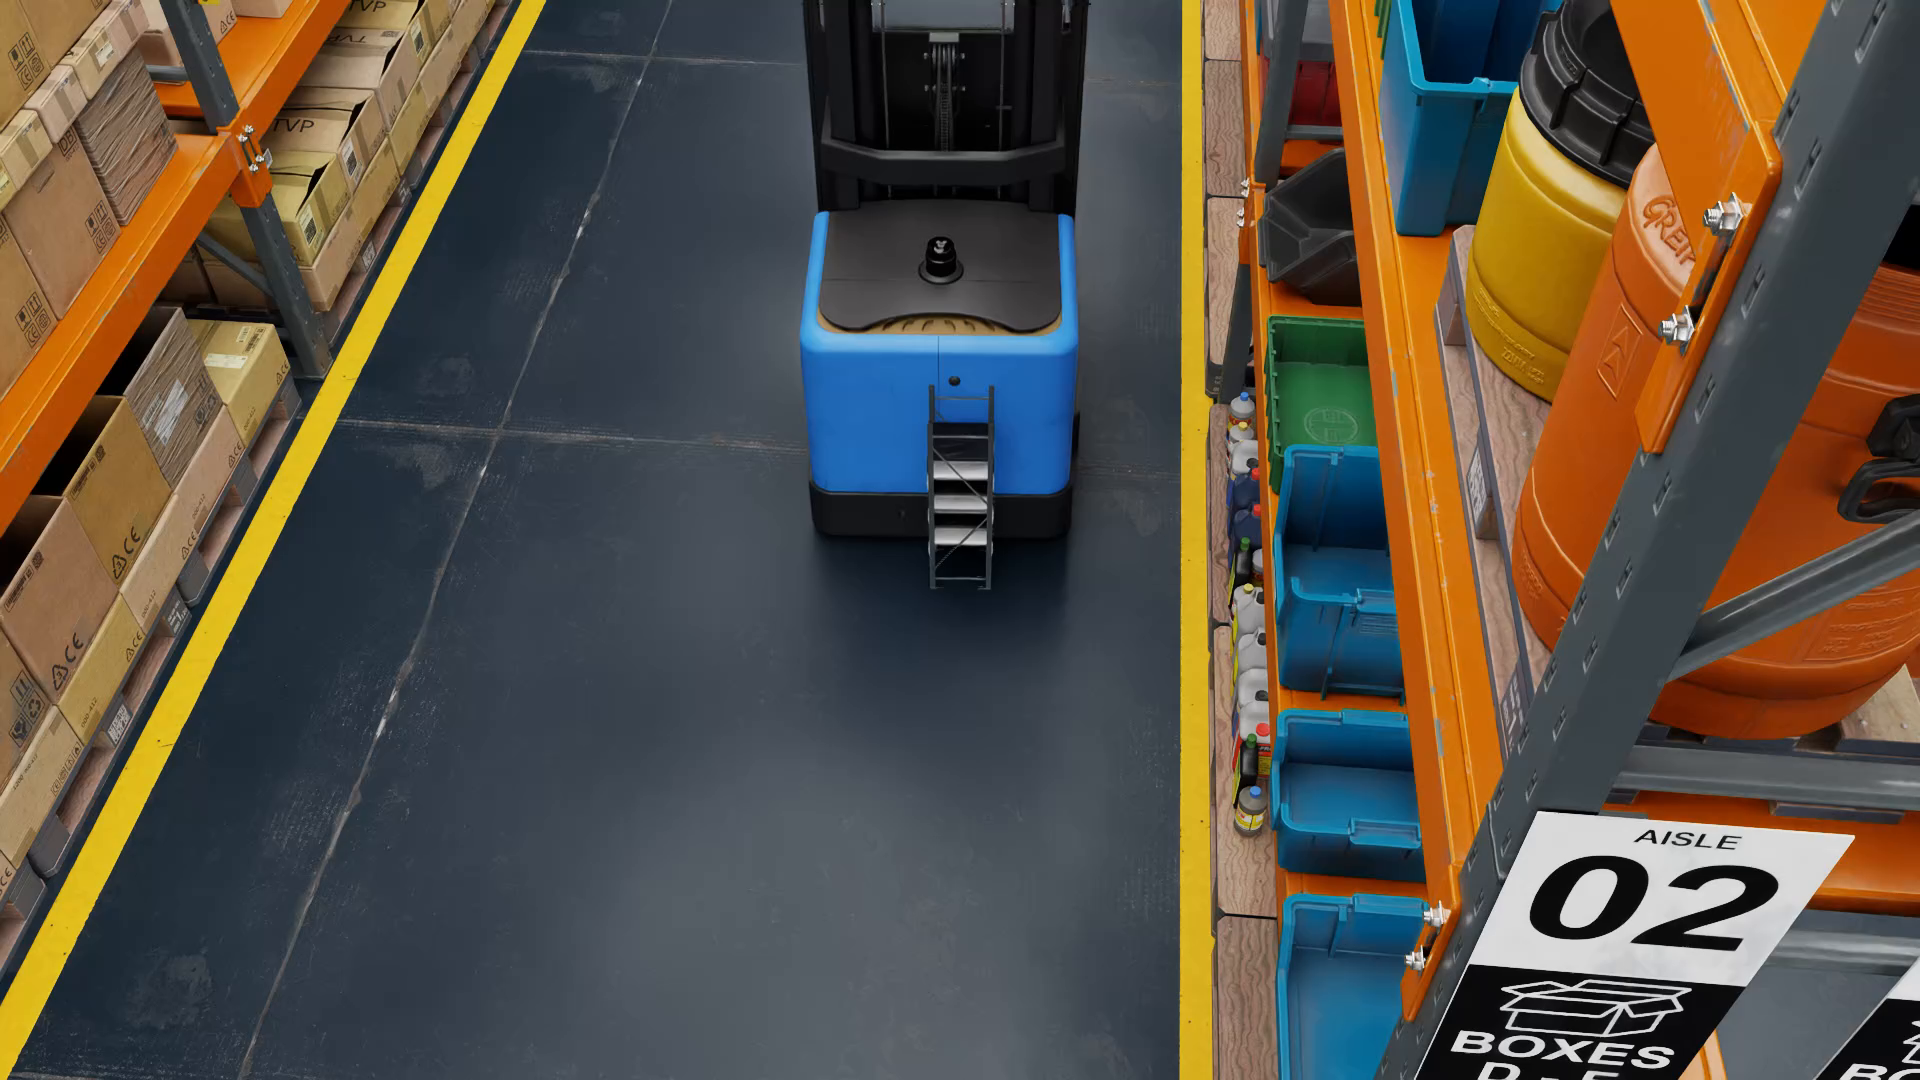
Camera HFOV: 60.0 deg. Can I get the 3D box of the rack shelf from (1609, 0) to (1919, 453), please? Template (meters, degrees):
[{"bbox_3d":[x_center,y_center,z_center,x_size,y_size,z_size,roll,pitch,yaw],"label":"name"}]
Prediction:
[{"bbox_3d":[1.421,-1.644,2.940,1.077,0.370,4.000,4,48,4],"label":"rack shelf"}]

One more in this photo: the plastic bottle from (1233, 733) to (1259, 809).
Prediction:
[{"bbox_3d":[0.962,0.775,5.577,0.061,0.283,0.133,5,48,4],"label":"plastic bottle"}]

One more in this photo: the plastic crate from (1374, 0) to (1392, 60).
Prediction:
[{"bbox_3d":[1.188,-1.267,4.012,0.336,0.188,0.450,4,48,4],"label":"plastic crate"}]

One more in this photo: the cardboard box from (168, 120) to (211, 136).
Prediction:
[{"bbox_3d":[-3.537,-1.905,7.685,0.500,0.311,0.500,5,48,5],"label":"cardboard box"}]

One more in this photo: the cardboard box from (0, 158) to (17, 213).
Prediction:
[{"bbox_3d":[-3.235,-1.094,5.236,0.380,0.149,0.250,4,48,3],"label":"cardboard box"}]

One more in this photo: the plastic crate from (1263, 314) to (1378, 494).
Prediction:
[{"bbox_3d":[1.198,-0.417,5.268,0.450,0.188,0.662,4,48,4],"label":"plastic crate"}]

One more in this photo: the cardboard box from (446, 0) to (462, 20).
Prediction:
[{"bbox_3d":[-2.857,-2.991,8.677,0.500,0.311,0.500,4,48,3],"label":"cardboard box"}]

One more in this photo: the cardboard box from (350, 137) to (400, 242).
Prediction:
[{"bbox_3d":[-2.998,-1.672,7.851,0.500,0.250,0.500,5,48,5],"label":"cardboard box"}]

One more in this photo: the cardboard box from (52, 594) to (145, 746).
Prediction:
[{"bbox_3d":[-3.285,0.442,5.918,0.500,0.250,0.500,4,48,4],"label":"cardboard box"}]

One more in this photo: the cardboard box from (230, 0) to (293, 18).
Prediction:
[{"bbox_3d":[-3.045,-2.355,7.068,0.380,0.149,0.250,4,48,4],"label":"cardboard box"}]

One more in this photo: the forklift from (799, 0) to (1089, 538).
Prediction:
[{"bbox_3d":[-0.050,-2.071,6.684,1.130,2.935,3.031,1,48,1],"label":"forklift"}]

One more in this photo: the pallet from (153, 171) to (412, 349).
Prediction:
[{"bbox_3d":[-3.301,-1.406,7.919,1.003,0.211,1.213,4,48,4],"label":"pallet"}]

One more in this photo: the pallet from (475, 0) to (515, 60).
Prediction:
[{"bbox_3d":[-3.079,-3.199,9.558,1.003,0.211,1.213,4,48,4],"label":"pallet"}]

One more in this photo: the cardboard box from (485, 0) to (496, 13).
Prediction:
[{"bbox_3d":[-2.813,-3.174,9.225,0.500,0.250,0.500,3,48,3],"label":"cardboard box"}]

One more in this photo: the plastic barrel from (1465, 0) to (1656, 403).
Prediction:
[{"bbox_3d":[1.216,-0.591,2.839,0.600,0.588,0.600,0,48,0],"label":"plastic barrel"}]

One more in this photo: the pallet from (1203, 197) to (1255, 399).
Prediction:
[{"bbox_3d":[1.636,-1.106,7.644,1.003,0.211,1.213,4,48,4],"label":"pallet"}]

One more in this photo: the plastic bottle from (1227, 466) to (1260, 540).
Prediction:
[{"bbox_3d":[1.116,-0.156,6.383,0.144,0.351,0.185,5,48,5],"label":"plastic bottle"}]

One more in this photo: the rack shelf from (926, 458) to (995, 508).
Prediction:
[{"bbox_3d":[0.004,-0.223,6.293,0.258,0.077,0.200,1,48,1],"label":"rack shelf"}]

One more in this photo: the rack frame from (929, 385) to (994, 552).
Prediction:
[{"bbox_3d":[0.006,-0.260,6.404,0.240,0.900,0.006,1,48,1],"label":"rack frame"}]

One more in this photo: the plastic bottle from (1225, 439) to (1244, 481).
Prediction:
[{"bbox_3d":[1.119,-0.317,6.631,0.097,0.201,0.097,0,48,0],"label":"plastic bottle"}]

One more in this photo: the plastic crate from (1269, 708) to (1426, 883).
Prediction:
[{"bbox_3d":[1.051,0.658,4.242,0.499,0.251,0.408,4,48,4],"label":"plastic crate"}]

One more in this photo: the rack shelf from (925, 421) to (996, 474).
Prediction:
[{"bbox_3d":[0.004,-0.344,6.160,0.258,0.077,0.200,1,48,1],"label":"rack shelf"}]

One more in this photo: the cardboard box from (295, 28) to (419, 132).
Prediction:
[{"bbox_3d":[-2.947,-2.241,7.991,0.500,0.311,0.500,2,48,2],"label":"cardboard box"}]

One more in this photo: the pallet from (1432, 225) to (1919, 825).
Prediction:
[{"bbox_3d":[1.411,-0.078,2.909,1.003,0.211,1.213,4,48,4],"label":"pallet"}]

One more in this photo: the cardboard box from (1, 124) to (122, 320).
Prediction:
[{"bbox_3d":[-3.405,-1.122,5.702,0.700,0.500,0.500,3,48,3],"label":"cardboard box"}]

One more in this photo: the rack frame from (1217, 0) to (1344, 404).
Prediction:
[{"bbox_3d":[1.603,-1.467,6.085,1.000,3.000,0.127,4,48,4],"label":"rack frame"}]

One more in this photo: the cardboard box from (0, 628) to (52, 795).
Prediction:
[{"bbox_3d":[-3.347,0.555,5.306,0.500,0.500,0.500,4,48,4],"label":"cardboard box"}]

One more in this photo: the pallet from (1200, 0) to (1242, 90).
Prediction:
[{"bbox_3d":[1.858,-2.898,9.284,1.003,0.211,1.213,4,48,4],"label":"pallet"}]

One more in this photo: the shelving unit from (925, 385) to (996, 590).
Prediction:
[{"bbox_3d":[0.004,-0.185,6.335,0.258,0.900,0.210,1,48,1],"label":"shelving unit"}]

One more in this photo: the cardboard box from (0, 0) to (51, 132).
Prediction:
[{"bbox_3d":[-3.408,-1.576,5.238,0.700,0.500,0.500,4,48,3],"label":"cardboard box"}]

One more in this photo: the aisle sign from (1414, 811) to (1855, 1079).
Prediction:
[{"bbox_3d":[0.936,0.628,2.407,0.394,0.787,0.004,4,48,4],"label":"aisle sign"}]

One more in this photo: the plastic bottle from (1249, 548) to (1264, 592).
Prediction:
[{"bbox_3d":[1.123,0.120,6.184,0.097,0.271,0.097,0,48,0],"label":"plastic bottle"}]

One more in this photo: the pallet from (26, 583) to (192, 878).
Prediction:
[{"bbox_3d":[-3.552,0.619,6.067,1.003,0.211,1.213,4,48,4],"label":"pallet"}]

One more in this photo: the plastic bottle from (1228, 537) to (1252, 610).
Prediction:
[{"bbox_3d":[1.043,0.124,6.173,0.061,0.283,0.133,6,48,5],"label":"plastic bottle"}]

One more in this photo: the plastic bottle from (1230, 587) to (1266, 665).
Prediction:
[{"bbox_3d":[1.060,0.295,5.970,0.144,0.351,0.185,4,48,3],"label":"plastic bottle"}]

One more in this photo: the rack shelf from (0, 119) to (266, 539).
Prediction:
[{"bbox_3d":[-3.512,-0.090,5.313,1.077,0.370,4.000,4,48,4],"label":"rack shelf"}]

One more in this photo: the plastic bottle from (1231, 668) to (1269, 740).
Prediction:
[{"bbox_3d":[1.032,0.579,5.761,0.152,0.276,0.135,3,48,2],"label":"plastic bottle"}]

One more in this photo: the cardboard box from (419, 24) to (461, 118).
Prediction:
[{"bbox_3d":[-2.906,-2.426,8.541,0.500,0.250,0.500,5,48,4],"label":"cardboard box"}]

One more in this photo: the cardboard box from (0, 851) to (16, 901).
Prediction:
[{"bbox_3d":[-3.382,1.176,5.246,0.500,0.250,0.500,4,48,4],"label":"cardboard box"}]

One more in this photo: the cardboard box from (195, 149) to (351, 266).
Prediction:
[{"bbox_3d":[-3.044,-1.493,7.307,0.500,0.311,0.500,4,48,4],"label":"cardboard box"}]

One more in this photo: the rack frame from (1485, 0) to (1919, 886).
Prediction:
[{"bbox_3d":[1.239,-0.552,1.183,1.000,3.000,0.127,4,48,4],"label":"rack frame"}]

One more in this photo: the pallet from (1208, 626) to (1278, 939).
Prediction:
[{"bbox_3d":[1.392,0.864,5.843,1.003,0.211,1.213,4,48,4],"label":"pallet"}]

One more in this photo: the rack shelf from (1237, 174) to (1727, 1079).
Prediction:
[{"bbox_3d":[1.421,0.246,5.006,1.077,0.370,4.000,4,48,4],"label":"rack shelf"}]

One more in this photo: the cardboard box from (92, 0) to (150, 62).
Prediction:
[{"bbox_3d":[-3.141,-1.841,5.920,0.380,0.149,0.250,4,48,3],"label":"cardboard box"}]

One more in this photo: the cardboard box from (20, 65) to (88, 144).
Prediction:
[{"bbox_3d":[-3.187,-1.467,5.578,0.380,0.149,0.250,3,48,2],"label":"cardboard box"}]

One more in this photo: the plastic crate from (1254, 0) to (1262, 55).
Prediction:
[{"bbox_3d":[1.394,-2.293,6.851,0.392,0.384,0.575,4,48,4],"label":"plastic crate"}]

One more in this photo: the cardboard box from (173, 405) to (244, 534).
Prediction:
[{"bbox_3d":[-3.209,-0.294,6.591,0.500,0.250,0.500,4,48,4],"label":"cardboard box"}]

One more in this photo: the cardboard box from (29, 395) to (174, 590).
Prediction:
[{"bbox_3d":[-3.253,-0.180,5.978,0.500,0.500,0.500,4,48,4],"label":"cardboard box"}]

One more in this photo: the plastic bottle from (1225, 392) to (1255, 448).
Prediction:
[{"bbox_3d":[1.137,-0.490,6.742,0.097,0.271,0.097,0,48,0],"label":"plastic bottle"}]

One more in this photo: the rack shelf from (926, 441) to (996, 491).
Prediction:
[{"bbox_3d":[0.004,-0.284,6.227,0.258,0.077,0.200,1,48,1],"label":"rack shelf"}]
